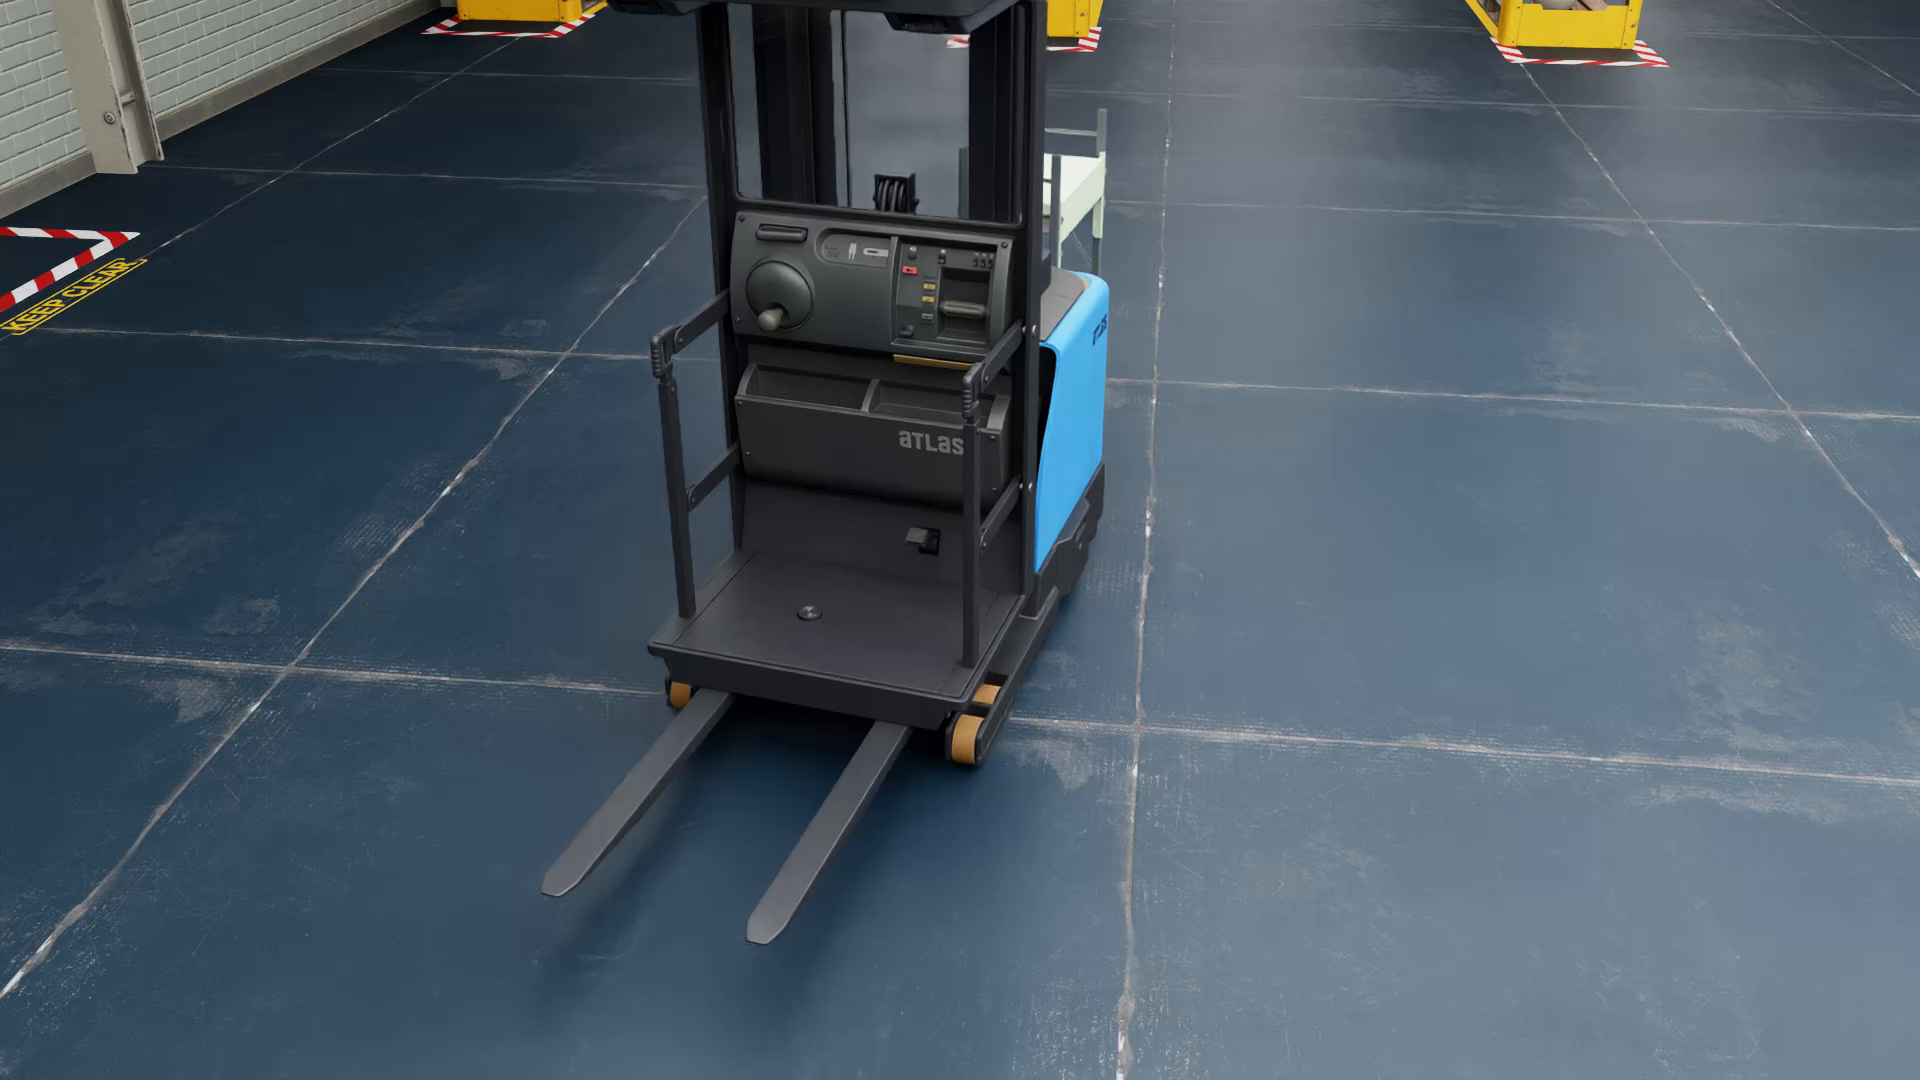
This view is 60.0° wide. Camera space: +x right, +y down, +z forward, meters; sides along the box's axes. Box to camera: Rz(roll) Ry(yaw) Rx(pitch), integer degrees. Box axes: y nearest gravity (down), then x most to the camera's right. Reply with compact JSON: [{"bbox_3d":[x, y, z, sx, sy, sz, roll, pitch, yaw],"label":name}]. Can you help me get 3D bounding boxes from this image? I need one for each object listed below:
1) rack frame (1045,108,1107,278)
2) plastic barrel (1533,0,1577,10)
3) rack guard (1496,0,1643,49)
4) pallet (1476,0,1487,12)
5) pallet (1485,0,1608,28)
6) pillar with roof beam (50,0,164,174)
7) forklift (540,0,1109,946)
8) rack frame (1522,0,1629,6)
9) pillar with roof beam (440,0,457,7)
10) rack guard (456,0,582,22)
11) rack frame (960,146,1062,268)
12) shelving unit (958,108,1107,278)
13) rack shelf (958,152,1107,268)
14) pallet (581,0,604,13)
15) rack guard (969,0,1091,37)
[{"bbox_3d":[0.418,-1.155,7.313,0.400,1.500,0.023,9,30,16],"label":"rack frame"},{"bbox_3d":[5.546,-5.207,15.433,0.421,0.512,0.421,0,28,0],"label":"plastic barrel"},{"bbox_3d":[5.503,-4.741,15.024,1.175,0.500,0.348,3,28,6],"label":"rack guard"},{"bbox_3d":[5.760,-5.569,16.865,1.003,0.211,1.213,3,28,6],"label":"pallet"},{"bbox_3d":[5.608,-4.996,15.802,1.003,0.211,1.213,3,28,6],"label":"pallet"},{"bbox_3d":[-1.527,-6.326,9.004,9.100,9.000,0.400,3,28,6],"label":"pillar with roof beam"},{"bbox_3d":[-0.354,-0.773,5.094,1.130,2.935,3.031,9,30,16],"label":"forklift"},{"bbox_3d":[5.541,-5.803,14.360,1.000,3.000,0.127,3,28,6],"label":"rack frame"},{"bbox_3d":[-0.792,-9.150,14.246,9.100,9.000,0.400,3,28,6],"label":"pillar with roof beam"},{"bbox_3d":[-4.282,-5.314,16.087,1.175,0.500,0.348,3,28,6],"label":"rack guard"},{"bbox_3d":[0.192,-0.825,6.700,0.400,1.500,0.023,9,30,16],"label":"rack frame"},{"bbox_3d":[0.305,-0.990,7.007,0.431,1.500,0.755,9,30,16],"label":"shelving unit"},{"bbox_3d":[0.305,-1.334,6.822,0.431,0.370,0.720,9,30,16],"label":"rack shelf"},{"bbox_3d":[-4.148,-5.568,16.862,1.003,0.211,1.213,3,28,6],"label":"pallet"},{"bbox_3d":[0.622,-4.981,15.469,1.175,0.500,0.348,3,28,6],"label":"rack guard"}]
